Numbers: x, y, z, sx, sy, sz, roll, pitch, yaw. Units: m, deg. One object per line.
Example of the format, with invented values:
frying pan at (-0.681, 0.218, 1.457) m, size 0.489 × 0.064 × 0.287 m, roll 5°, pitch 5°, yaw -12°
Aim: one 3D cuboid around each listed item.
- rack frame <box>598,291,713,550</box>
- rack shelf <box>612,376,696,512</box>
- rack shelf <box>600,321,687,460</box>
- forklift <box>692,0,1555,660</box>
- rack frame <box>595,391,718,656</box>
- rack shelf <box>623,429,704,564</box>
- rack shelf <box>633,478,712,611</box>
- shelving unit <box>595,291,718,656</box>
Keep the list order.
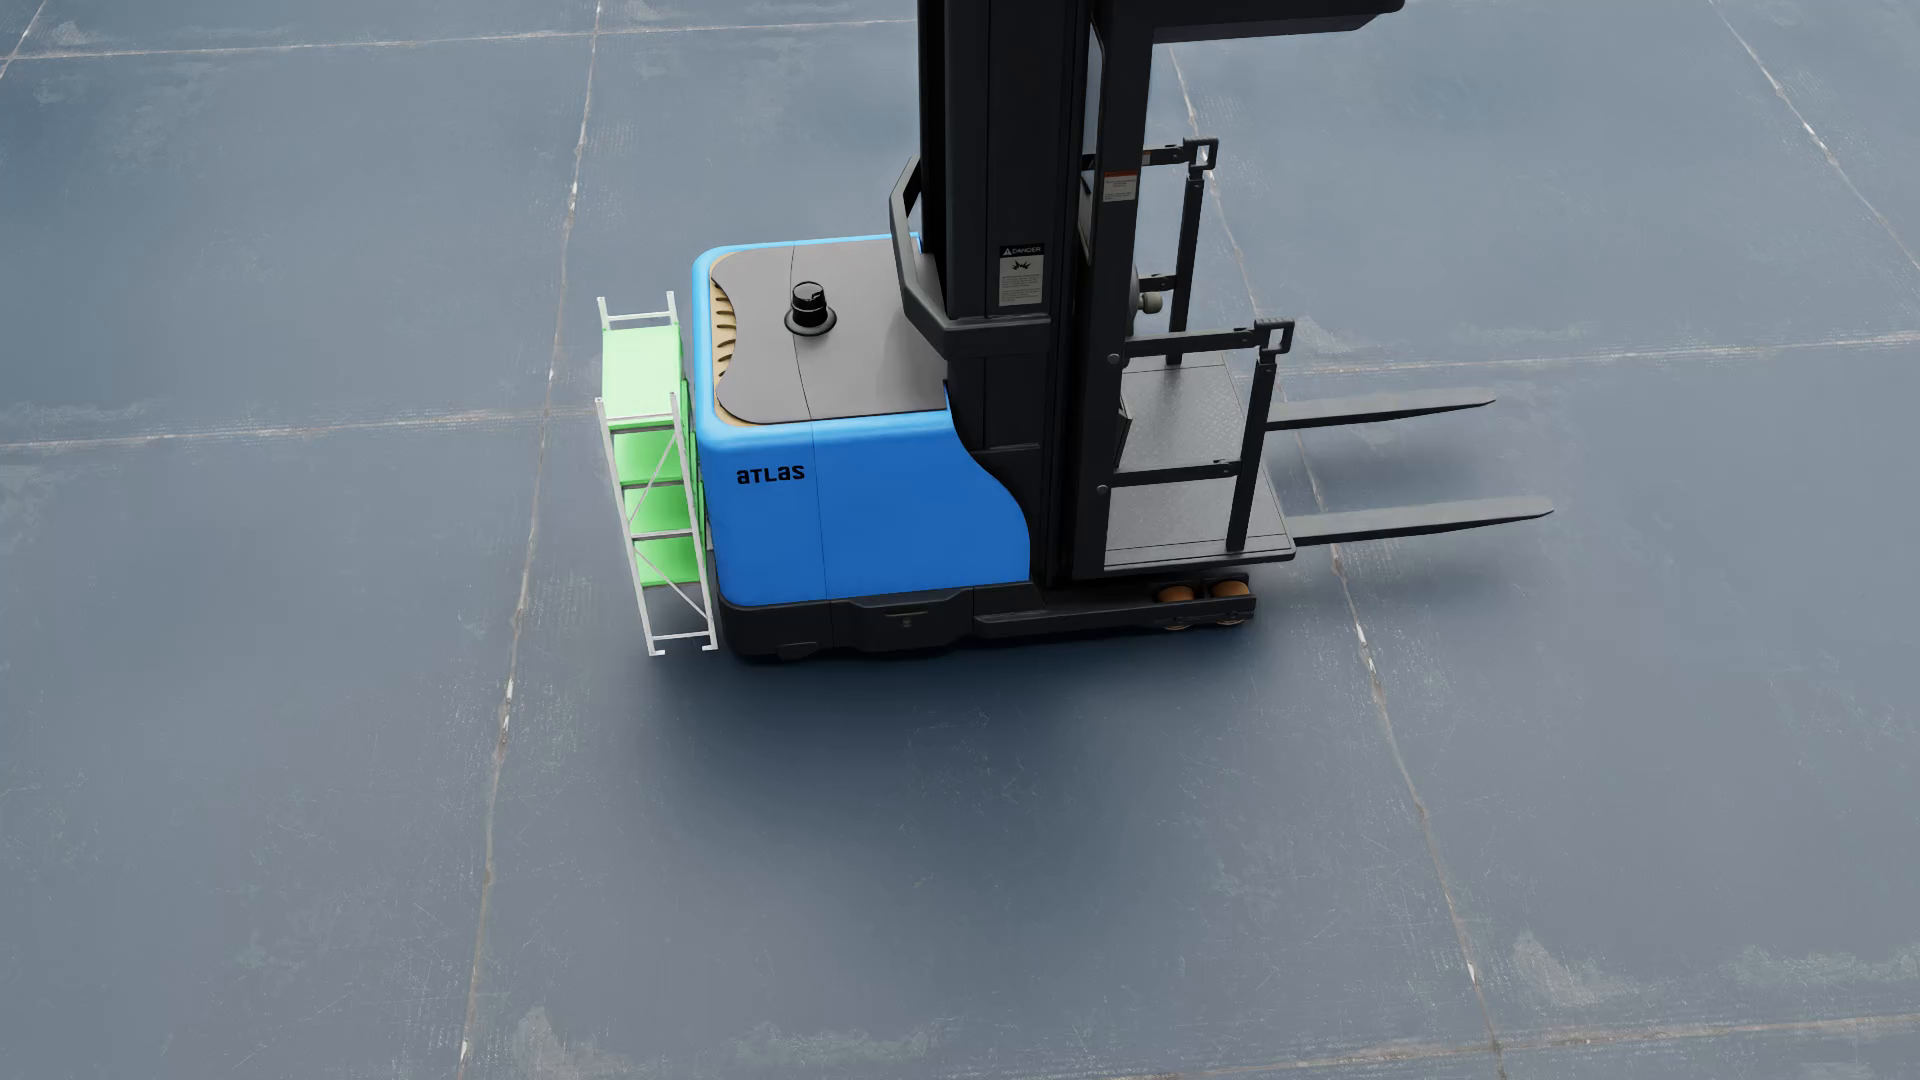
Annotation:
rack frame at (-1.042, -0.371, 5.775) m, size 0.240 × 1.200 × 0.015 m, roll -6°, pitch 47°, yaw -5°
rack shelf at (-1.009, -0.317, 5.481) m, size 0.258 × 0.148 × 0.480 m, roll -6°, pitch 47°, yaw -5°
rack shelf at (-1.009, -0.482, 5.307) m, size 0.258 × 0.148 × 0.480 m, roll -6°, pitch 47°, yaw -5°
forklift at (0.621, -1.065, 5.240) m, size 3.031 × 2.935 × 1.130 m, roll -5°, pitch 47°, yaw -5°
rack frame at (-0.976, -0.020, 5.443) m, size 0.240 × 1.200 × 0.015 m, roll -6°, pitch 47°, yaw -5°
rack shelf at (-1.009, -0.152, 5.656) m, size 0.258 × 0.148 × 0.480 m, roll -6°, pitch 47°, yaw -5°
rack shelf at (-1.009, 0.013, 5.830) m, size 0.258 × 0.148 × 0.480 m, roll -6°, pitch 47°, yaw -5°
shelving unit at (-1.009, -0.196, 5.609) m, size 0.258 × 1.200 × 0.503 m, roll -6°, pitch 47°, yaw -5°
